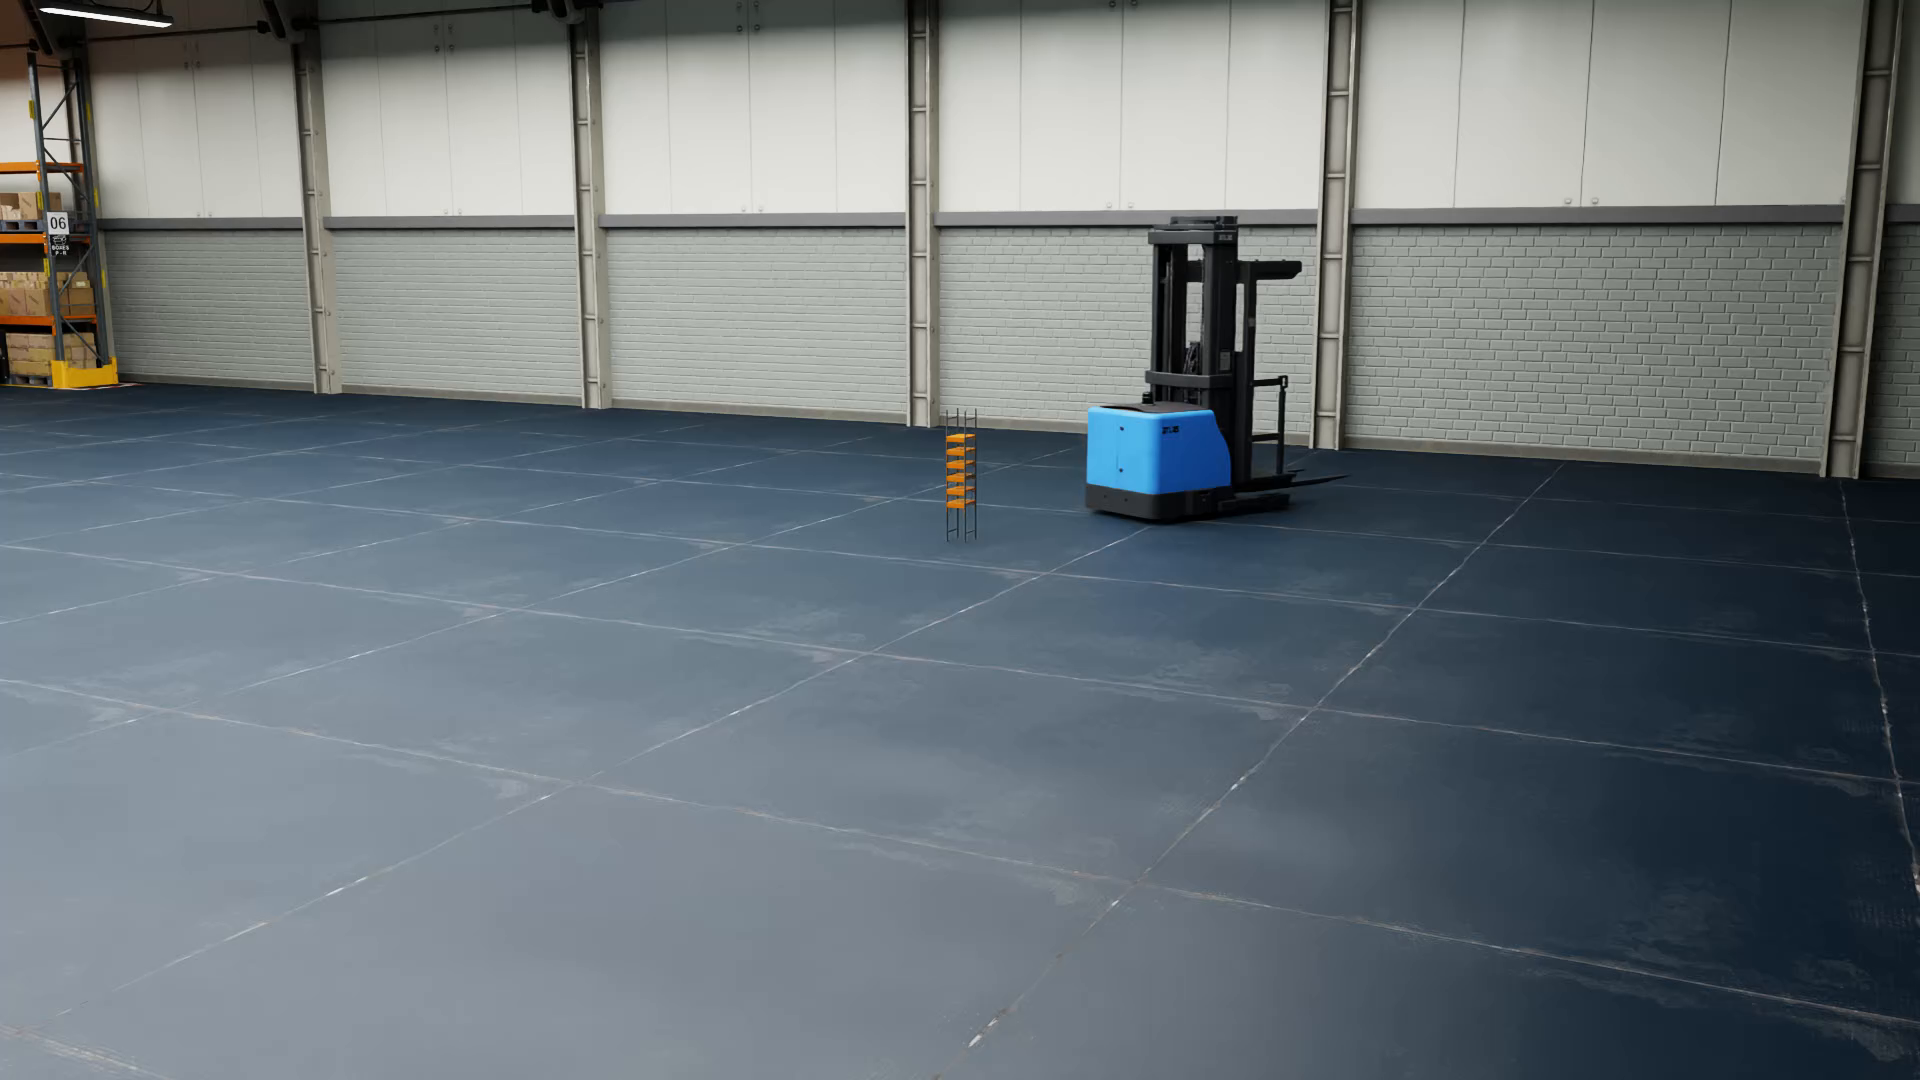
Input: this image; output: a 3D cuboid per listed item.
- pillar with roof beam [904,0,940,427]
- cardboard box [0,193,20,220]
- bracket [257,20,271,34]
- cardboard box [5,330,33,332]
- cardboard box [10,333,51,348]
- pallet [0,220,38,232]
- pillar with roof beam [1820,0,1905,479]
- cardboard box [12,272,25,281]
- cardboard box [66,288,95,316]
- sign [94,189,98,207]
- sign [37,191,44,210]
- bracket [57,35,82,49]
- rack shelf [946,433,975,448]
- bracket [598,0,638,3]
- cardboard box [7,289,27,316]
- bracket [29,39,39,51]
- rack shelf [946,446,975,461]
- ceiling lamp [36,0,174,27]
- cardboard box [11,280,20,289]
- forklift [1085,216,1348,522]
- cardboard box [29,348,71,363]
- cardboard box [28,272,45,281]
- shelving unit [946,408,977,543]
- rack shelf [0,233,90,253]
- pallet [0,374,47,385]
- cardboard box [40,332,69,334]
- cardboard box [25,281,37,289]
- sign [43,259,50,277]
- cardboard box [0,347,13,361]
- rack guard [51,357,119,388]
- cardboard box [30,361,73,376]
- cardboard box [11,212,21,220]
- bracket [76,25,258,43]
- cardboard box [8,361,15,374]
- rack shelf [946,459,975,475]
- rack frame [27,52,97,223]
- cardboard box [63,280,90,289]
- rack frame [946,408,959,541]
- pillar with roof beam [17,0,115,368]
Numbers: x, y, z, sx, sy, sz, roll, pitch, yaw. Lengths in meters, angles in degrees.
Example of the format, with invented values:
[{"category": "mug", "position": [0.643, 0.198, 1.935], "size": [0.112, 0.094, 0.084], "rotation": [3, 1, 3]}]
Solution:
[{"category": "pillar with roof beam", "position": [-2.447, -5.428, 19.956], "size": [0.548, 9.000, 9.100], "rotation": [5, 11, 26]}, {"category": "cardboard box", "position": [-17.838, -6.257, 31.217], "size": [0.500, 0.500, 0.700], "rotation": [5, 11, 26]}, {"category": "bracket", "position": [-11.833, -8.809, 28.527], "size": [0.430, 0.232, 0.235], "rotation": [5, 11, 26]}, {"category": "cardboard box", "position": [-18.156, -3.919, 32.193], "size": [0.500, 0.250, 0.500], "rotation": [5, 11, 25]}, {"category": "cardboard box", "position": [-17.470, -3.755, 31.289], "size": [0.500, 0.250, 0.500], "rotation": [5, 12, 27]}, {"category": "pallet", "position": [-18.179, -5.972, 31.629], "size": [1.213, 0.211, 1.003], "rotation": [5, 11, 26]}, {"category": "pillar with roof beam", "position": [8.314, -4.483, 14.731], "size": [0.400, 9.000, 9.100], "rotation": [5, 11, 26]}, {"category": "cardboard box", "position": [-17.545, -4.955, 31.249], "size": [0.250, 0.149, 0.380], "rotation": [5, 11, 26]}, {"category": "cardboard box", "position": [-16.780, -4.516, 31.480], "size": [0.500, 0.500, 0.500], "rotation": [5, 12, 28]}, {"category": "sign", "position": [-16.208, -6.417, 31.163], "size": [0.005, 0.325, 0.100], "rotation": [5, 11, 26]}, {"category": "sign", "position": [-16.711, -6.171, 30.216], "size": [0.005, 0.325, 0.100], "rotation": [5, 11, 26]}, {"category": "bracket", "position": [-16.469, -9.216, 30.778], "size": [0.430, 0.232, 0.235], "rotation": [5, 11, 26]}, {"category": "rack shelf", "position": [0.013, -0.900, 15.061], "size": [0.180, 0.103, 0.258], "rotation": [5, 11, 26]}, {"category": "bracket", "position": [-3.382, -8.066, 24.424], "size": [4.783, 0.066, 0.076], "rotation": [5, 11, 26]}, {"category": "cardboard box", "position": [-17.477, -4.472, 31.236], "size": [0.500, 0.500, 0.500], "rotation": [5, 12, 28]}, {"category": "bracket", "position": [-17.214, -9.282, 31.139], "size": [0.430, 0.232, 0.235], "rotation": [5, 11, 26]}, {"category": "rack shelf", "position": [0.013, -0.782, 15.082], "size": [0.180, 0.103, 0.258], "rotation": [5, 11, 26]}, {"category": "ceiling lamp", "position": [-12.082, -9.059, 23.626], "size": [0.800, 3.185, 2.000], "rotation": [5, 11, 26]}, {"category": "cardboard box", "position": [-17.559, -4.801, 31.235], "size": [0.250, 0.149, 0.380], "rotation": [5, 11, 25]}, {"category": "forklift", "position": [2.743, -1.799, 16.941], "size": [3.031, 2.935, 1.130], "rotation": [-8, 13, -36]}, {"category": "cardboard box", "position": [-17.034, -3.472, 31.127], "size": [0.500, 0.250, 0.500], "rotation": [5, 11, 25]}, {"category": "cardboard box", "position": [-17.108, -4.907, 30.985], "size": [0.250, 0.149, 0.380], "rotation": [5, 11, 26]}, {"category": "shelving unit", "position": [0.013, -0.589, 15.117], "size": [0.189, 1.200, 0.258], "rotation": [5, 11, 26]}, {"category": "rack shelf", "position": [-18.252, -5.663, 31.696], "size": [4.000, 0.370, 1.077], "rotation": [5, 11, 26]}, {"category": "pallet", "position": [-18.253, -3.161, 32.105], "size": [1.213, 0.211, 1.003], "rotation": [5, 11, 26]}, {"category": "cardboard box", "position": [-17.256, -3.836, 31.737], "size": [0.500, 0.250, 0.500], "rotation": [5, 11, 26]}, {"category": "cardboard box", "position": [-17.136, -4.750, 30.950], "size": [0.250, 0.149, 0.380], "rotation": [5, 12, 27]}, {"category": "sign", "position": [-16.711, -4.984, 30.431], "size": [0.005, 0.325, 0.100], "rotation": [5, 11, 26]}, {"category": "cardboard box", "position": [-17.951, -3.550, 31.561], "size": [0.500, 0.250, 0.500], "rotation": [5, 11, 25]}, {"category": "rack guard", "position": [-16.437, -3.152, 31.240], "size": [0.348, 0.500, 1.175], "rotation": [5, 11, 26]}, {"category": "cardboard box", "position": [-17.020, -3.224, 31.161], "size": [0.500, 0.250, 0.500], "rotation": [5, 11, 26]}, {"category": "cardboard box", "position": [-17.336, -6.009, 30.830], "size": [0.250, 0.149, 0.380], "rotation": [5, 11, 24]}, {"category": "bracket", "position": [-14.143, -9.012, 29.648], "size": [4.783, 0.066, 0.076], "rotation": [5, 11, 26]}, {"category": "cardboard box", "position": [-17.906, -3.305, 31.612], "size": [0.500, 0.250, 0.500], "rotation": [5, 11, 26]}, {"category": "rack shelf", "position": [0.013, -0.664, 15.104], "size": [0.180, 0.103, 0.258], "rotation": [5, 11, 26]}, {"category": "rack frame", "position": [-16.459, -7.336, 30.494], "size": [0.127, 3.000, 1.000], "rotation": [5, 11, 26]}, {"category": "cardboard box", "position": [-16.648, -4.820, 31.338], "size": [0.250, 0.149, 0.380], "rotation": [5, 11, 24]}, {"category": "rack frame", "position": [-0.069, -0.596, 15.157], "size": [0.006, 1.200, 0.240], "rotation": [5, 11, 26]}, {"category": "pillar with roof beam", "position": [-18.589, -6.847, 27.793], "size": [0.548, 9.000, 9.100], "rotation": [5, 11, 26]}]
